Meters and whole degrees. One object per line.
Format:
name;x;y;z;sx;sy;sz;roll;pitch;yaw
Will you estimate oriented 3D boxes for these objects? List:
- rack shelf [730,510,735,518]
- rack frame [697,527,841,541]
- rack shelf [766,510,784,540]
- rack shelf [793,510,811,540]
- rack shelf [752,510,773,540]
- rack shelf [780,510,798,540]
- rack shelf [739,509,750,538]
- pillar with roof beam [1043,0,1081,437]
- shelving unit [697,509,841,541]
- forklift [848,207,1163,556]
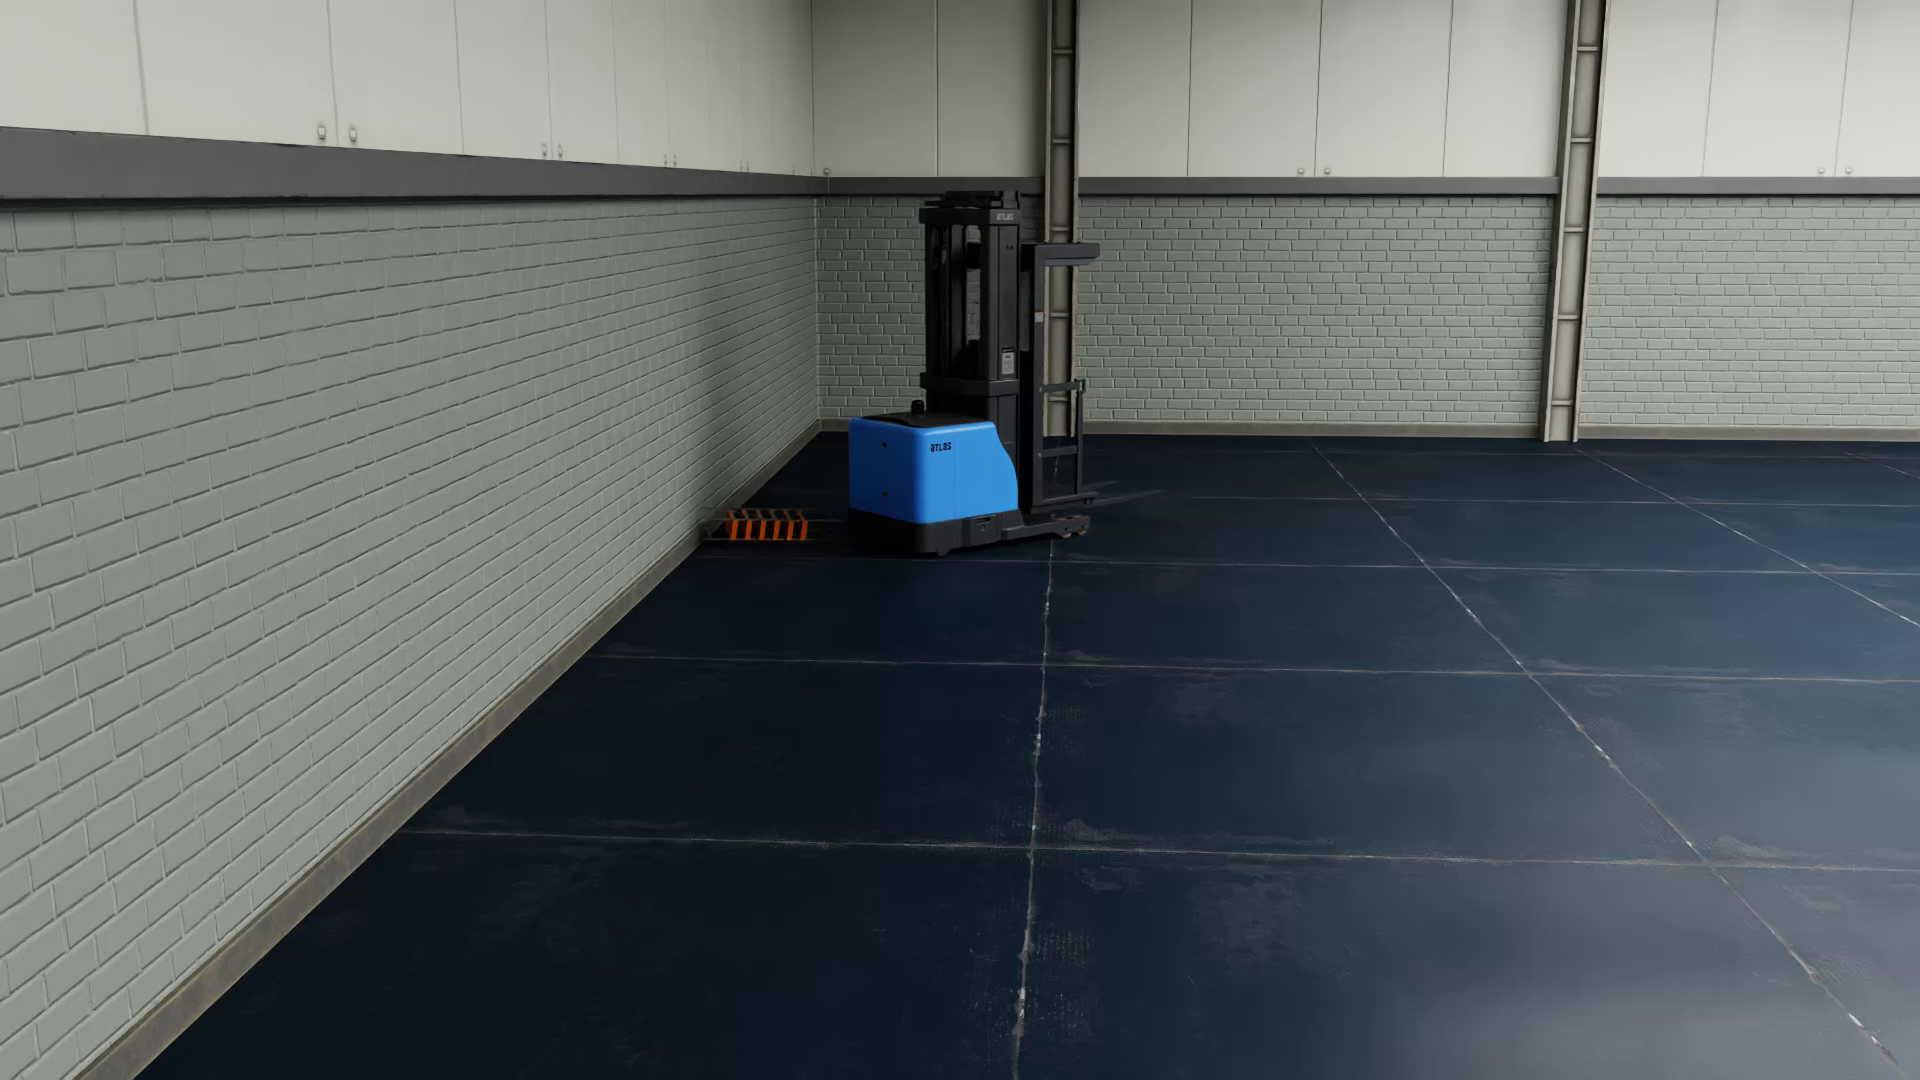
rack shelf;-1.912;-0.136;13.927;0.020;0.166;0.199;0;25;-22
rack frame;-1.614;-0.051;14.087;1.200;0.006;0.240;0;25;-22
rack shelf;-1.558;-0.133;14.067;0.103;0.180;0.258;0;25;-22
rack shelf;-1.335;-0.131;14.155;0.103;0.180;0.258;0;25;-22
rack shelf;-1.670;-0.134;14.023;0.103;0.180;0.258;0;25;-22
rack shelf;-1.447;-0.132;14.111;0.103;0.180;0.258;0;25;-22
rack shelf;-1.807;-0.135;13.969;0.034;0.171;0.221;0;25;-22
pillar with roof beam;0.924;-4.817;15.317;0.400;9.000;9.100;1;12;4
shelving unit;-1.600;-0.132;14.052;1.200;0.184;0.258;0;25;-22
forklift;0.506;-1.464;14.435;3.031;2.797;1.129;-10;15;-39
